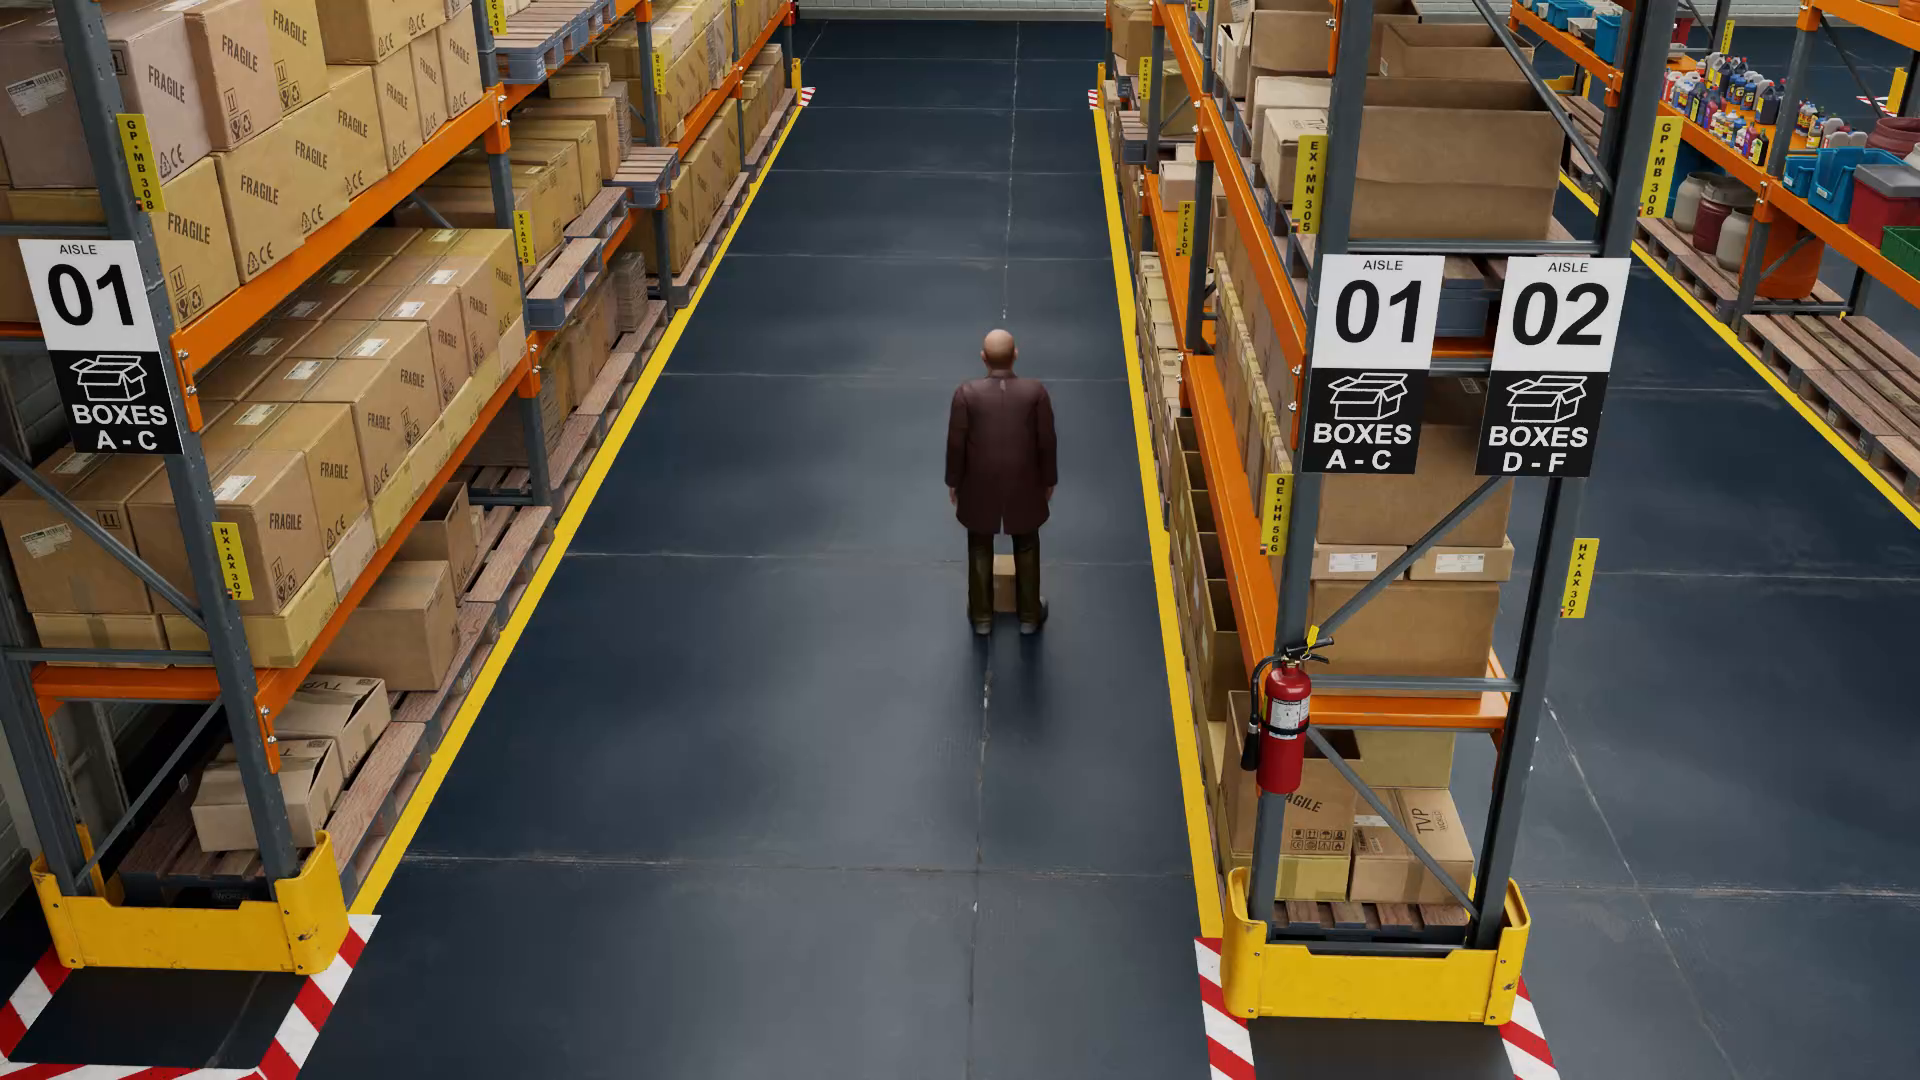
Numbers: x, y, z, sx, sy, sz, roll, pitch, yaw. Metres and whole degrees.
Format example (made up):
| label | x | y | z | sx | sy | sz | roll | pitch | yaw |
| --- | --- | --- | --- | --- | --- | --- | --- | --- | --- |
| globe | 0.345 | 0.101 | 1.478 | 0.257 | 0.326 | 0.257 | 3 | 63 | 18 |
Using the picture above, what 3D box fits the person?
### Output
| label | x | y | z | sx | sy | sz | roll | pitch | yaw |
| --- | --- | --- | --- | --- | --- | --- | --- | --- | --- |
| person | 0.229 | -0.308 | 9.228 | 0.631 | 1.773 | 0.427 | 0 | 28 | 0 |
